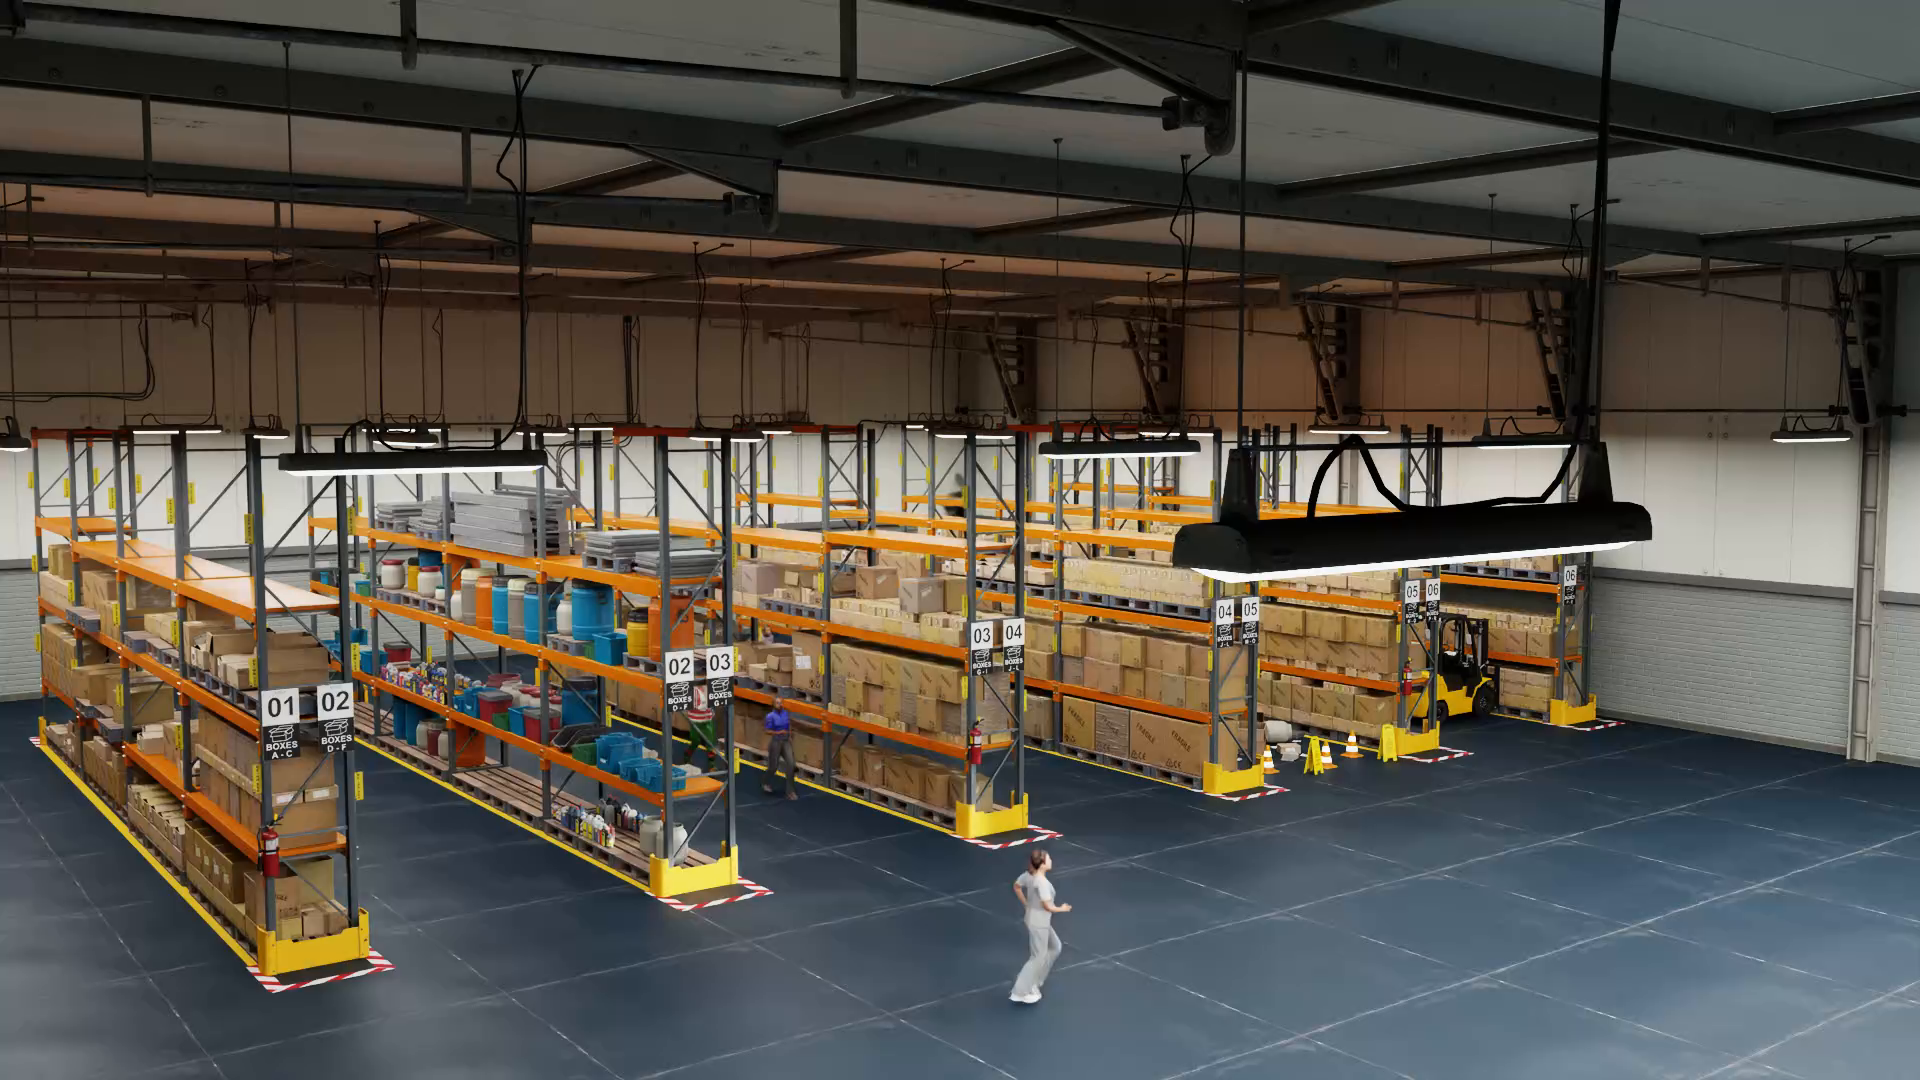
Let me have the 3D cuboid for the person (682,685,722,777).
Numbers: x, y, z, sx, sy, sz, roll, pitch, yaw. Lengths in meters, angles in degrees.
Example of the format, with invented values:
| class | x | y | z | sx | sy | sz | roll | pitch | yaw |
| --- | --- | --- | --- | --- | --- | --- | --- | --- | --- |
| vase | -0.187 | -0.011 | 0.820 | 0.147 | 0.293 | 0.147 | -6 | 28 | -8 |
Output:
| class | x | y | z | sx | sy | sz | roll | pitch | yaw |
| --- | --- | --- | --- | --- | --- | --- | --- | --- | --- |
| person | -4.490 | 3.153 | 28.774 | 0.920 | 1.809 | 0.648 | 4 | 6 | 44 |

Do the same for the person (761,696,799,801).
| class | x | y | z | sx | sy | sz | roll | pitch | yaw |
| --- | --- | --- | --- | --- | --- | --- | --- | --- | --- |
| person | -2.934 | 3.388 | 27.159 | 0.583 | 1.684 | 0.866 | -3 | 5 | -34 |

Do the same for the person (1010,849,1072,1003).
| class | x | y | z | sx | sy | sz | roll | pitch | yaw |
| --- | --- | --- | --- | --- | --- | --- | --- | --- | --- |
| person | 0.854 | 4.116 | 17.739 | 0.670 | 1.681 | 0.584 | -1 | 5 | -13 |

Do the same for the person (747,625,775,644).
| class | x | y | z | sx | sy | sz | roll | pitch | yaw |
| --- | --- | --- | --- | --- | --- | --- | --- | --- | --- |
| person | -4.359 | 2.660 | 36.910 | 0.682 | 1.578 | 0.573 | 4 | 6 | 44 |
